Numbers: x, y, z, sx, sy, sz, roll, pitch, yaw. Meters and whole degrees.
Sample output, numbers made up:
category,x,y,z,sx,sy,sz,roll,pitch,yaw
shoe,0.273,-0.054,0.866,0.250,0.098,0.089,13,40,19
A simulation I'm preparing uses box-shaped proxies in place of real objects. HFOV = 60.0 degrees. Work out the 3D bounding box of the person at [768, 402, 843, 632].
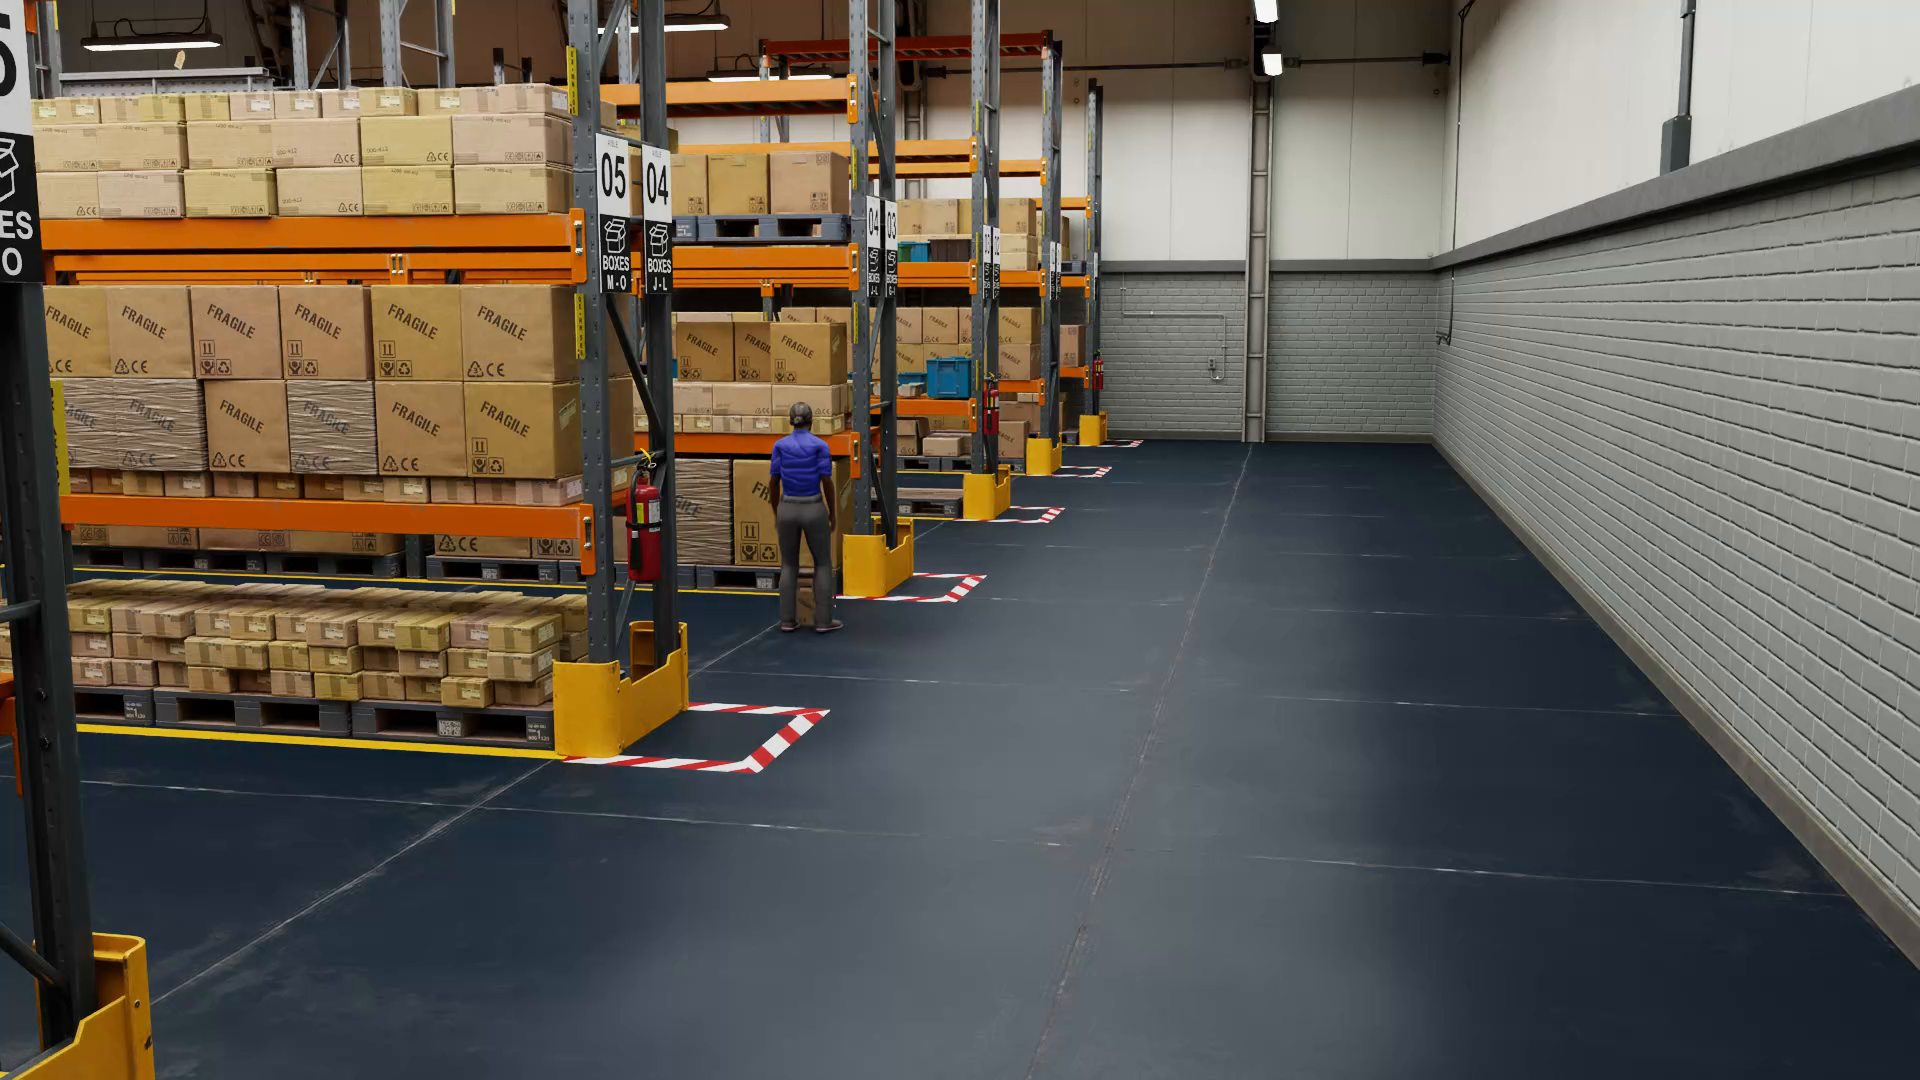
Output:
category,x,y,z,sx,sy,sz,roll,pitch,yaw
person,-1.122,-0.163,11.982,0.503,1.656,0.343,1,8,9
